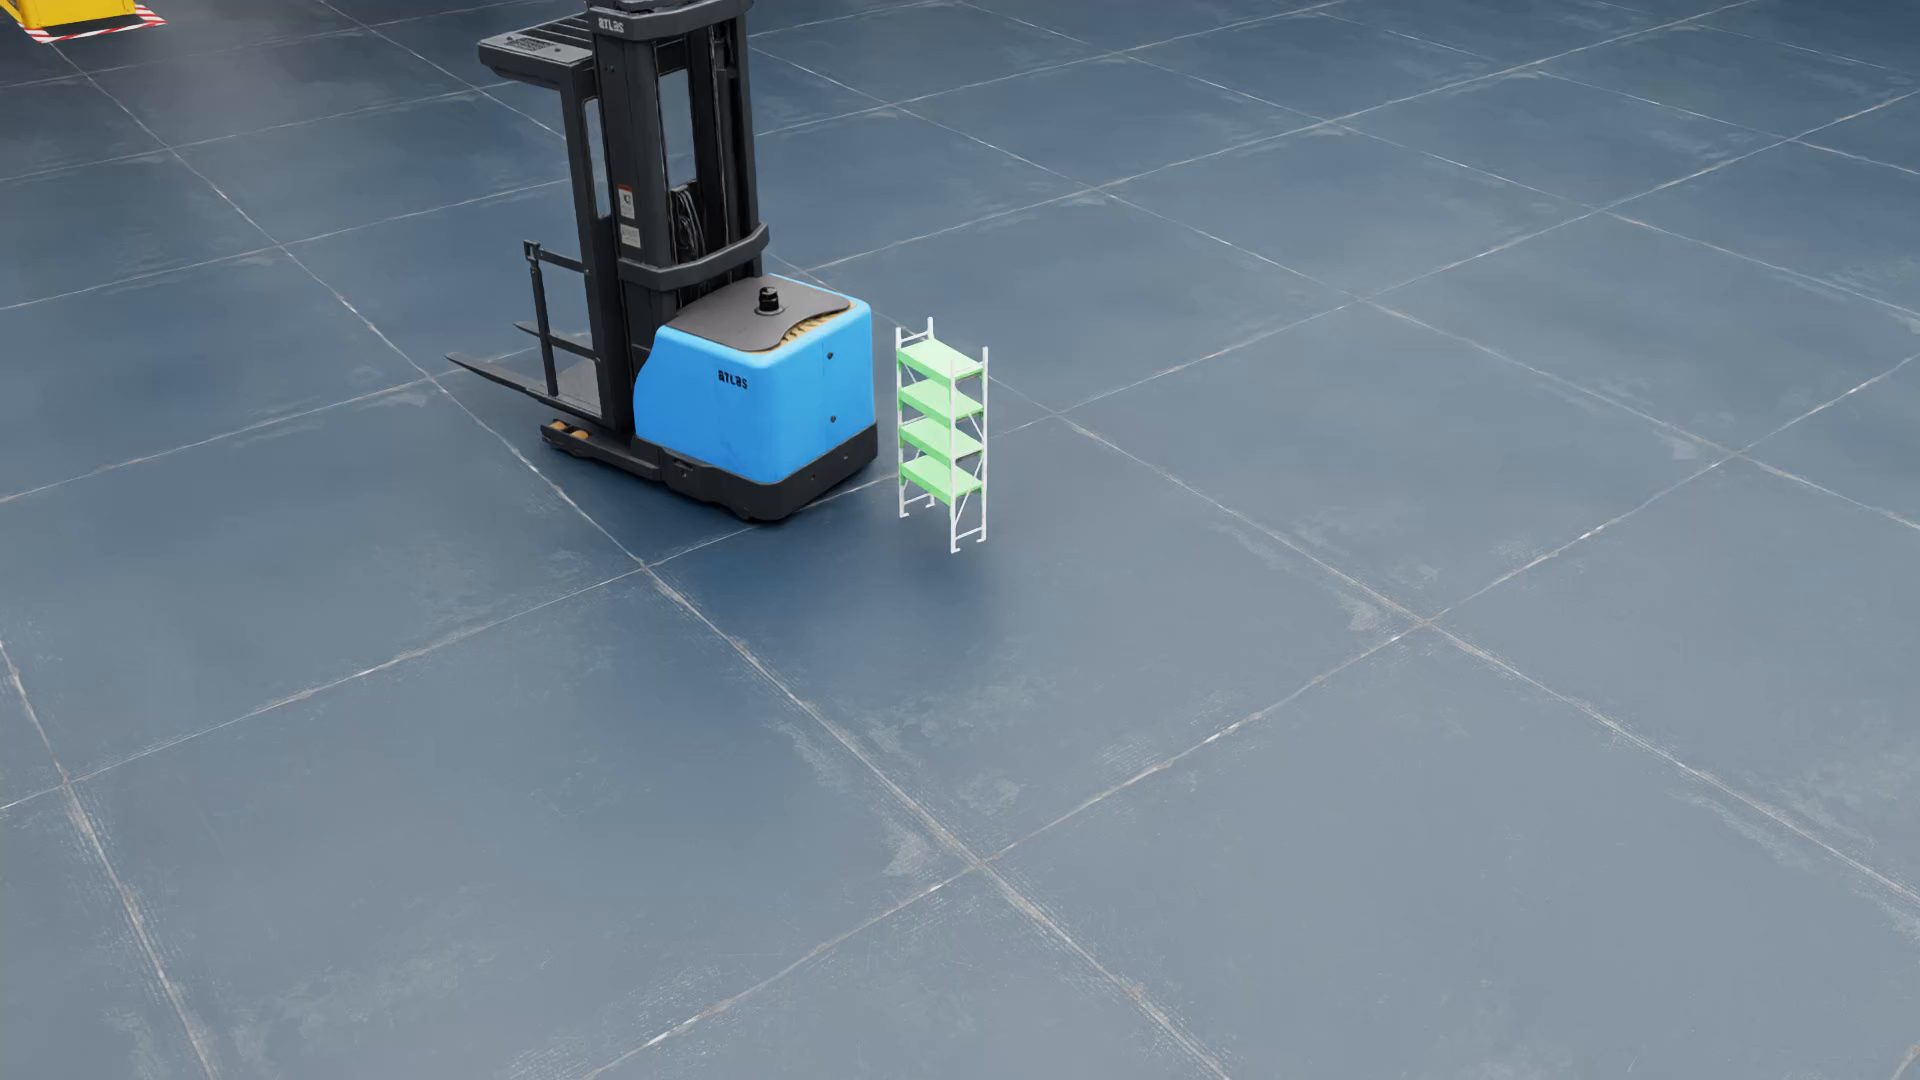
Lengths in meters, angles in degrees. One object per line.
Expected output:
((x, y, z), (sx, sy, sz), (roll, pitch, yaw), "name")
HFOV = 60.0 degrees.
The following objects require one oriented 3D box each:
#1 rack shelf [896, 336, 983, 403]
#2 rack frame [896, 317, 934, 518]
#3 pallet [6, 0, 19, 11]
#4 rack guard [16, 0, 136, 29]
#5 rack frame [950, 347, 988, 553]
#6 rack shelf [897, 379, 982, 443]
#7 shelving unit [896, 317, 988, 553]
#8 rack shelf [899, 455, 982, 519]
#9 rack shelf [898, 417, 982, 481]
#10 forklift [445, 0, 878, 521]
((-0.101, -0.932, 9.052), (0.258, 0.148, 0.480), (-22, 38, -31), "rack shelf")
((-0.251, -0.680, 9.435), (0.240, 1.200, 0.015), (-22, 38, -31), "rack frame")
((-10.630, -6.444, 19.653), (1.003, 0.211, 1.213), (-22, 38, -31), "pallet")
((-10.136, -6.227, 19.029), (1.175, 0.500, 0.348), (-22, 38, -31), "rack guard")
((0.048, -0.477, 9.108), (0.240, 1.200, 0.015), (-22, 38, -31), "rack frame")
((-0.101, -0.728, 9.178), (0.258, 0.148, 0.480), (-22, 38, -31), "rack shelf")
((-0.101, -0.579, 9.271), (0.258, 1.200, 0.503), (-22, 38, -31), "shelving unit")
((-0.102, -0.321, 9.432), (0.258, 0.148, 0.480), (-22, 38, -31), "rack shelf")
((-0.101, -0.524, 9.305), (0.258, 0.148, 0.480), (-22, 38, -31), "rack shelf")
((-1.996, -1.961, 9.857), (3.031, 2.935, 1.130), (21, 37, 30), "forklift")
